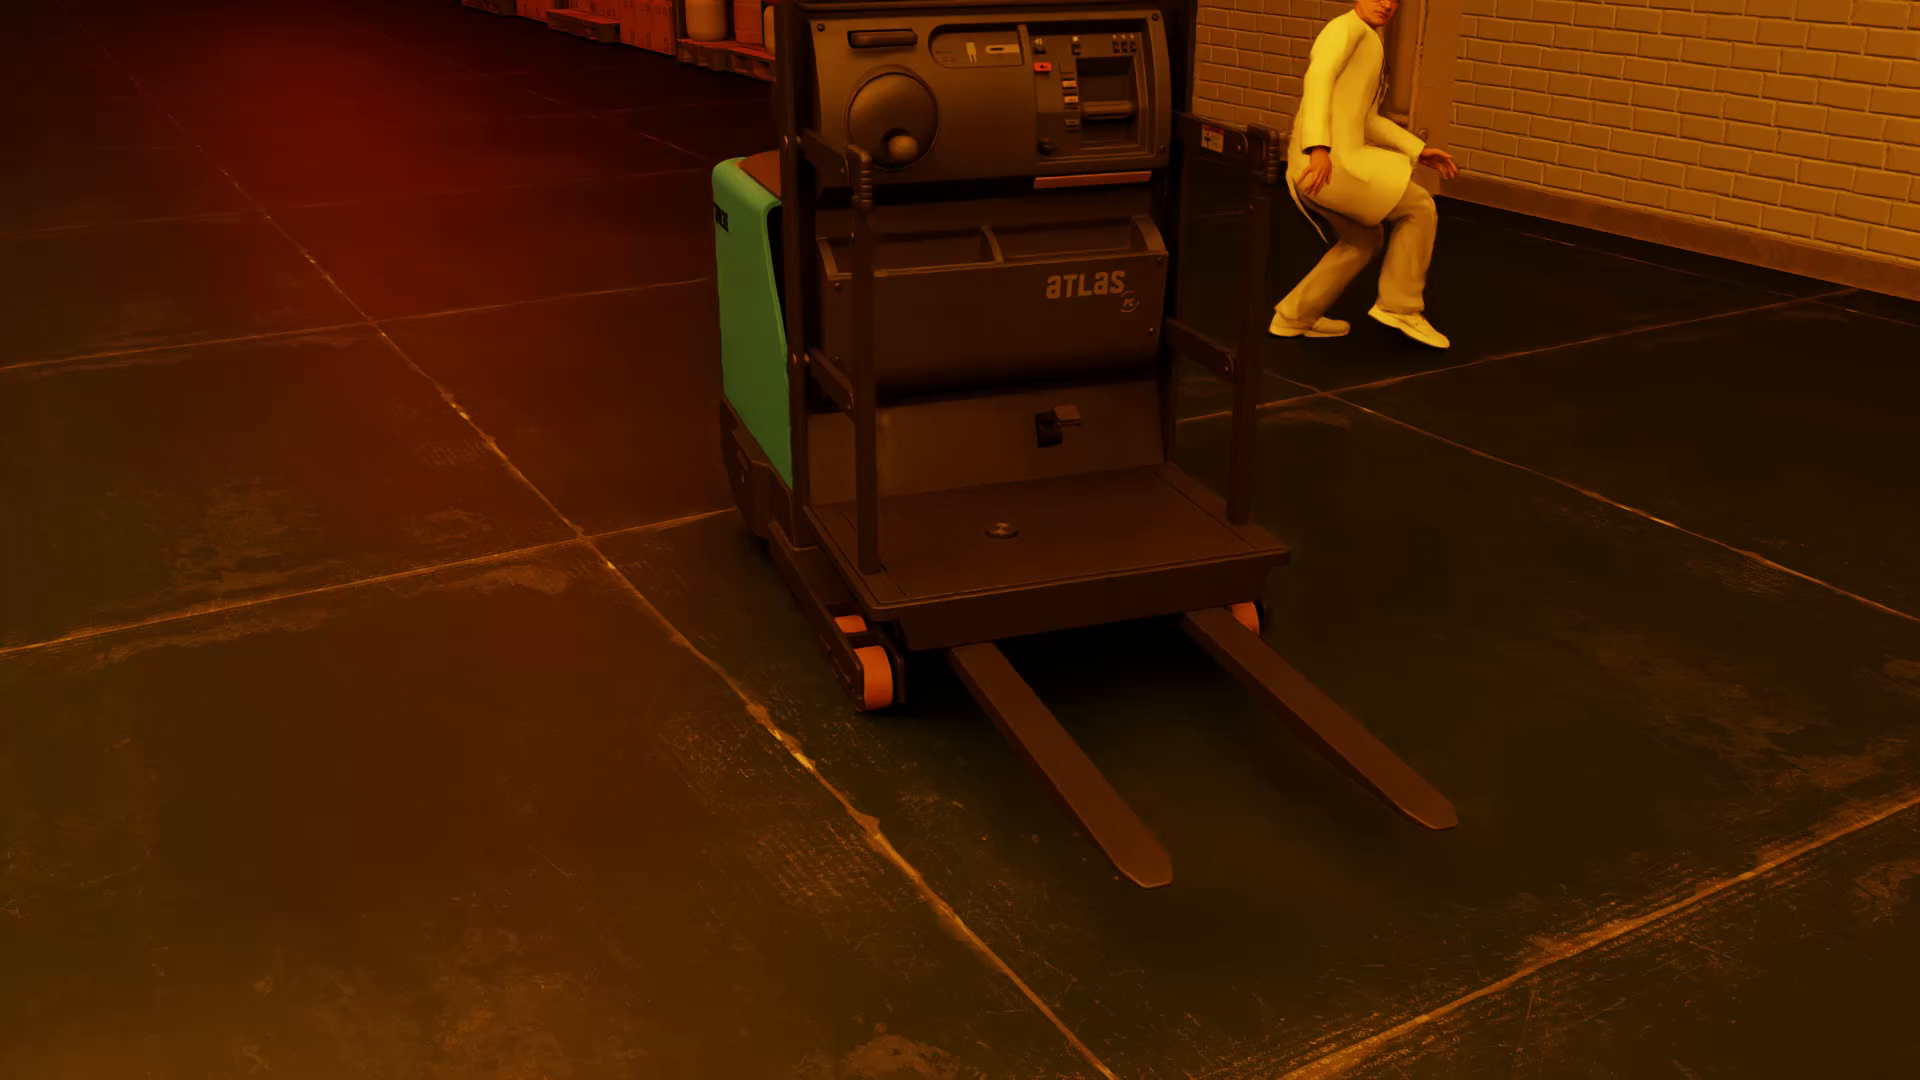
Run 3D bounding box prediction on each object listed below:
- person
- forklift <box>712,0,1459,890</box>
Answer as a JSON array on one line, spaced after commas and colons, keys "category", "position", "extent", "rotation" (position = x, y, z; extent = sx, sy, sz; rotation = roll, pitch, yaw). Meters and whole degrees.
[{"category": "person", "position": [1.713, -1.552, 6.890], "extent": [0.796, 1.576, 0.808], "rotation": [-1, 22, -2]}, {"category": "forklift", "position": [0.161, -1.104, 3.963], "extent": [1.130, 2.935, 3.031], "rotation": [-7, 23, -17]}]
